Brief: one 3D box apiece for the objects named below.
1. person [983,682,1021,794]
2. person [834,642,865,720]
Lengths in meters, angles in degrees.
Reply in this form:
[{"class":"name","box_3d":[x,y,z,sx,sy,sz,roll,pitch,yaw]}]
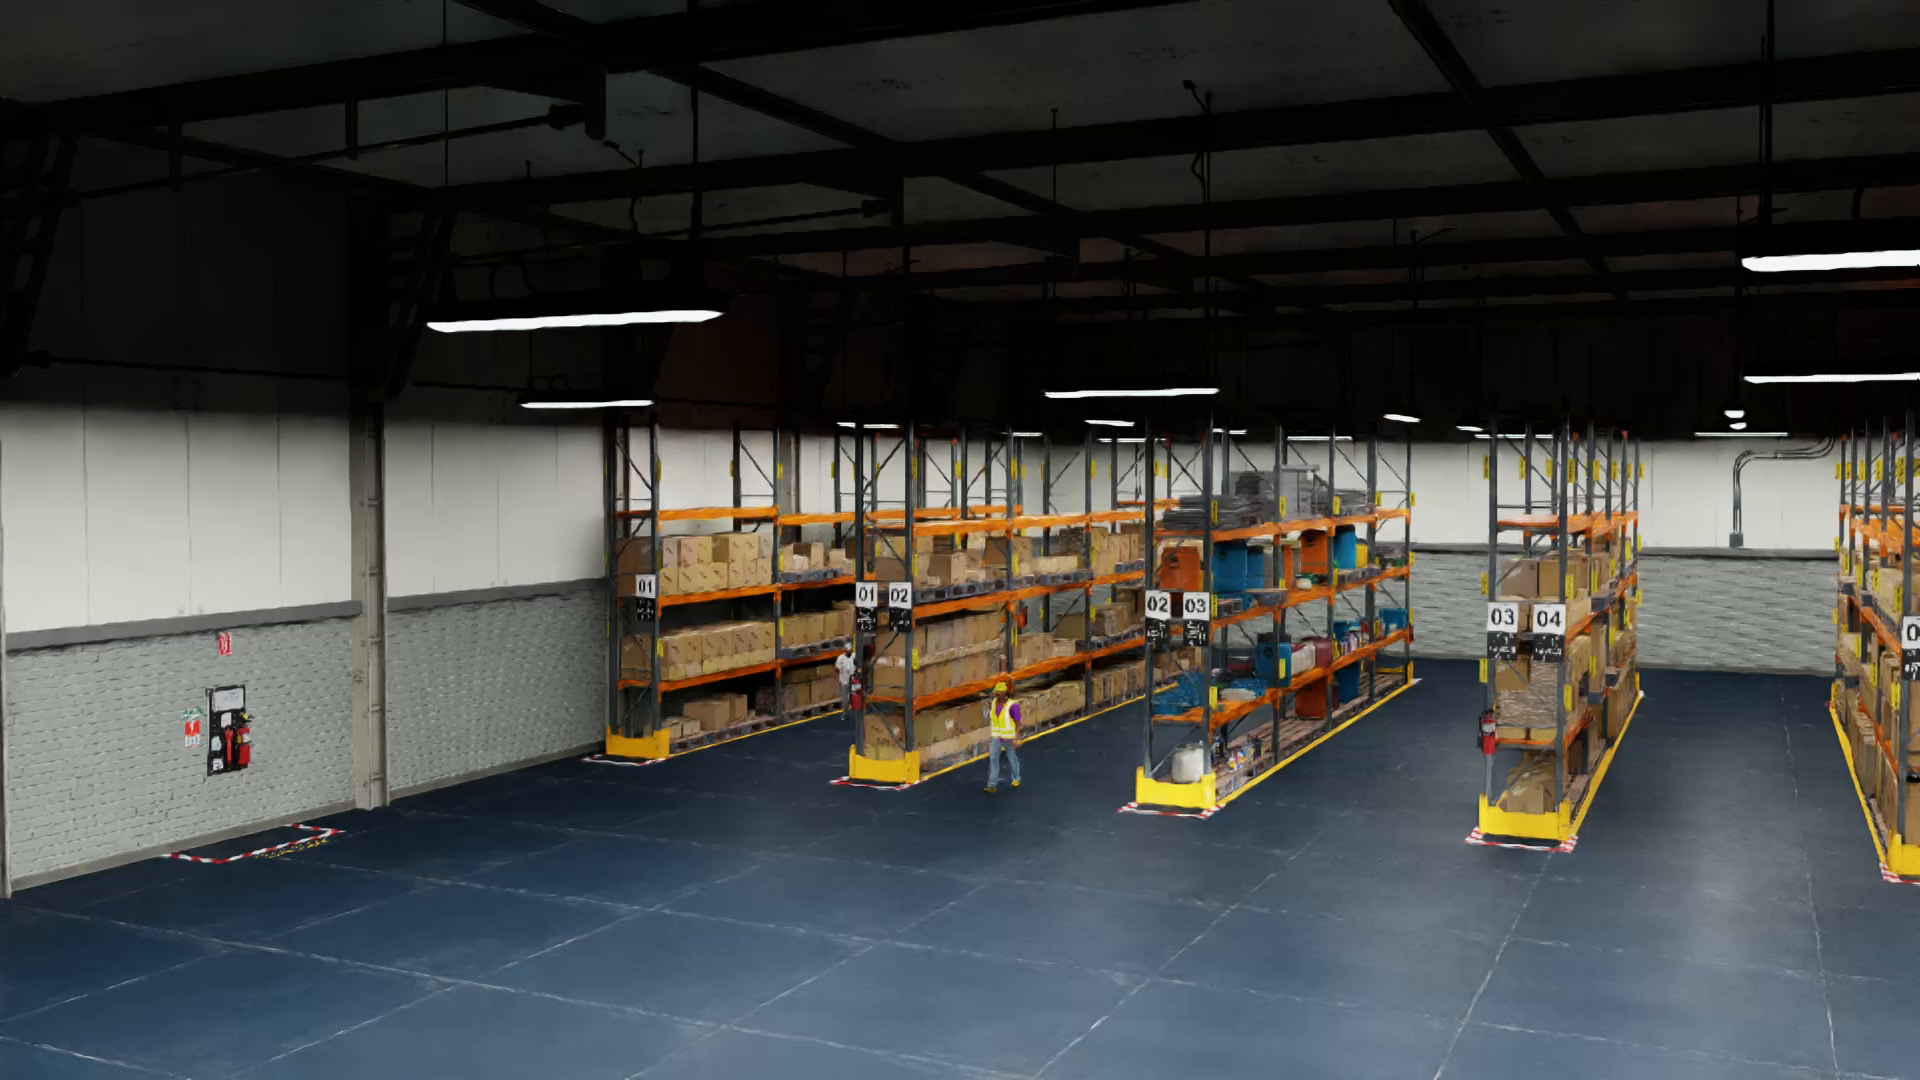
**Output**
[{"class":"person","box_3d":[0.684,3.058,25.848,0.591,1.716,1.042,1,3,24]},{"class":"person","box_3d":[-2.157,2.808,33.006,0.655,1.594,0.813,0,2,8]}]
